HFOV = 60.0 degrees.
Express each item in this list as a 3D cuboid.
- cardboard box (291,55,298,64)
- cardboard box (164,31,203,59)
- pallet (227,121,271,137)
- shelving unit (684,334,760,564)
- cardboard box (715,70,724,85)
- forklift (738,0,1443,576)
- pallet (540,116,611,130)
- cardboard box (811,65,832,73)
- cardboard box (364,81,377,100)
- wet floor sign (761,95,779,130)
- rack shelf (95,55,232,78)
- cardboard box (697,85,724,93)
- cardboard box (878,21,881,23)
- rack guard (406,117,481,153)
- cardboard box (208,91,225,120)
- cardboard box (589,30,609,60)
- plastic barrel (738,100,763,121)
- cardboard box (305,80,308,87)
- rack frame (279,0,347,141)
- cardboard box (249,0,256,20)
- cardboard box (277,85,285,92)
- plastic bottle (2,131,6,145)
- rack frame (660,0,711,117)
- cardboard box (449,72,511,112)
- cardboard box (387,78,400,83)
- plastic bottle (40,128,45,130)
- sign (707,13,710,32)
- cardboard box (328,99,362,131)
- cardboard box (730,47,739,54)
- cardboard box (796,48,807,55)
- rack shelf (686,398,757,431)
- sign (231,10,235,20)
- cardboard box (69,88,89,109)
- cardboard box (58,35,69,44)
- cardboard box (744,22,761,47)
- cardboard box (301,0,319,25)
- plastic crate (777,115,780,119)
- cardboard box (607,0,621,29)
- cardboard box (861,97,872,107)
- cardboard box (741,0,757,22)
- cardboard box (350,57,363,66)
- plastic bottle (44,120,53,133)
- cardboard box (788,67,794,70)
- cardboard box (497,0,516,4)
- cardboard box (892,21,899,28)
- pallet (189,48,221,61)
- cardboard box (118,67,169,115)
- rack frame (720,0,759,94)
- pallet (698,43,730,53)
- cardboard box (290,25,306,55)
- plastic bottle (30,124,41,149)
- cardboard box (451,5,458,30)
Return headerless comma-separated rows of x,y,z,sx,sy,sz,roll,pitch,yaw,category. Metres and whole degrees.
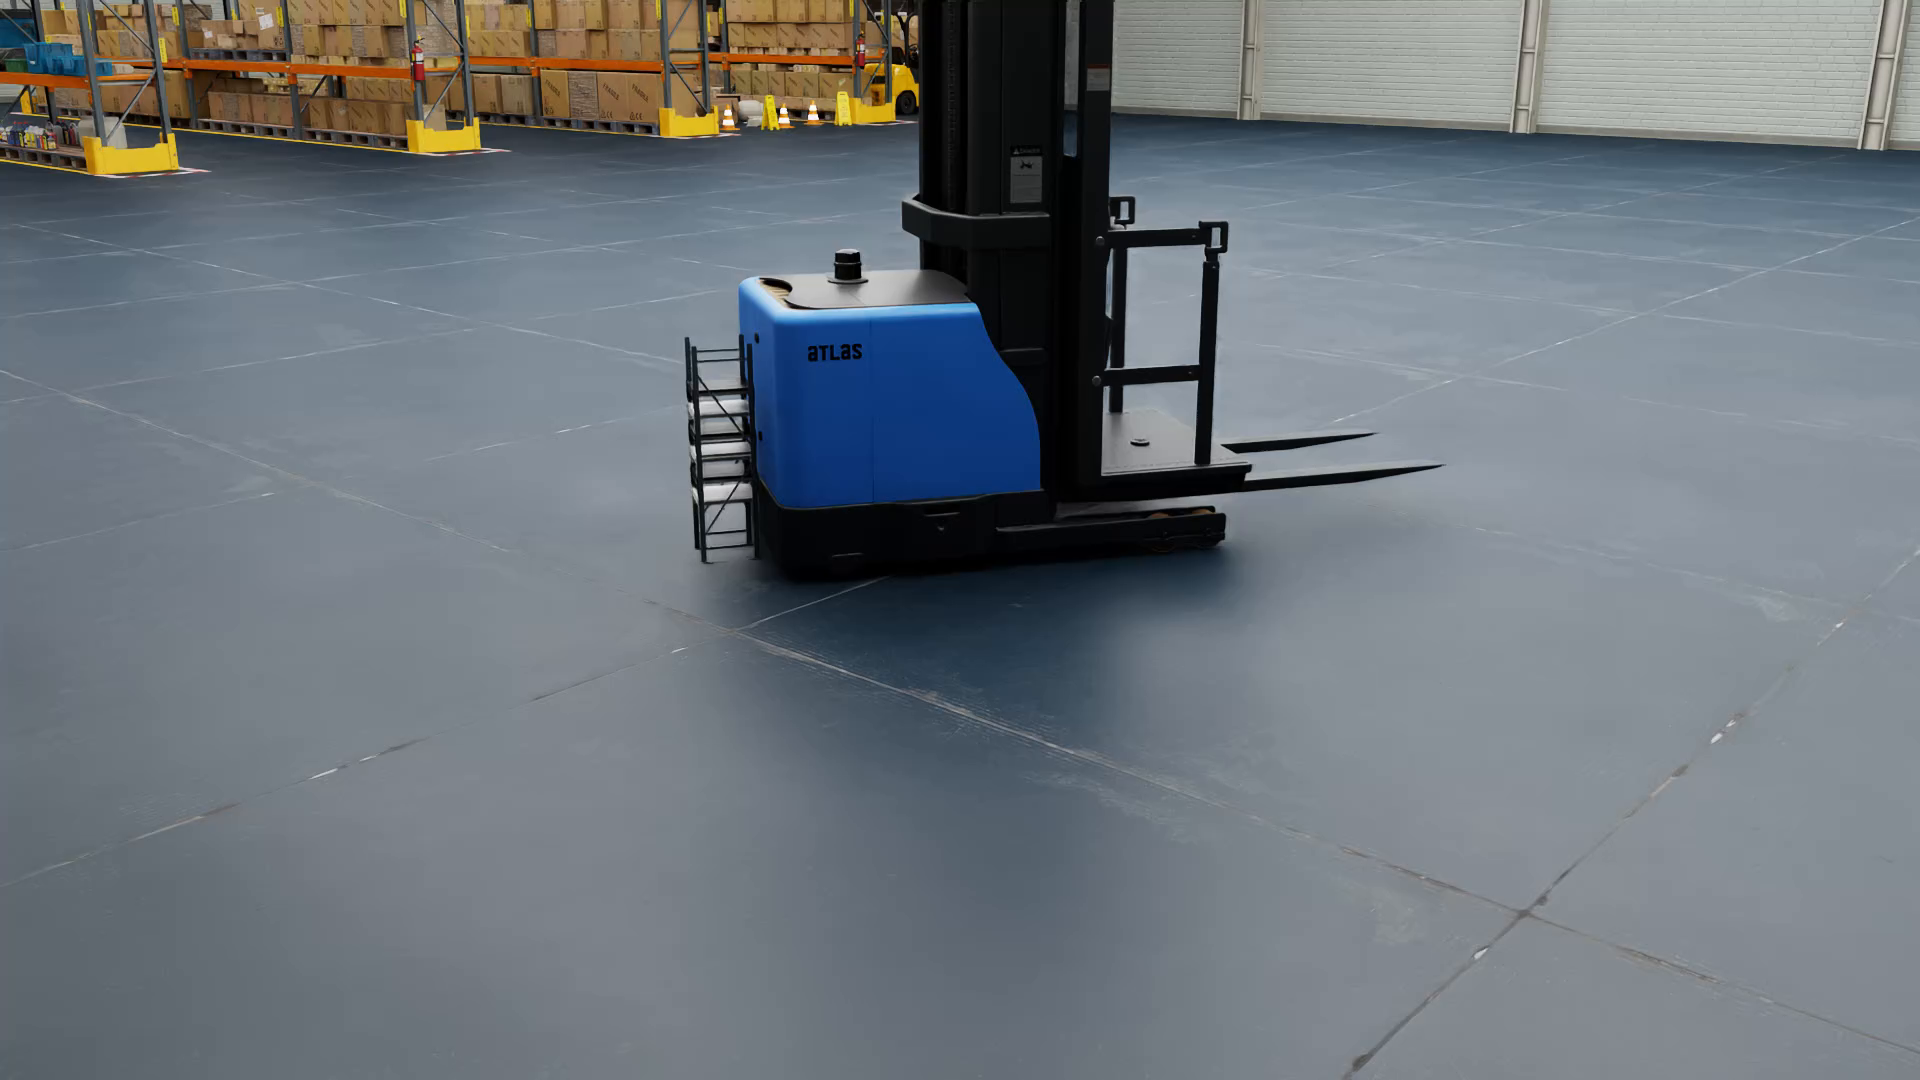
-11.385,-8.356,28.898,0.250,0.149,0.380,15,23,39,cardboard box
-14.871,-9.481,31.861,0.500,0.500,0.500,16,24,41,cardboard box
-12.846,-7.659,30.895,1.213,0.211,1.003,15,23,39,pallet
-0.969,-0.370,6.791,0.258,0.900,0.210,-5,18,-15,shelving unit
-6.088,-12.108,43.744,0.500,0.500,0.500,14,22,37,cardboard box
0.616,-1.490,6.962,3.031,2.935,1.130,-5,18,-15,forklift
-7.461,-8.189,32.567,1.213,0.211,1.003,15,23,39,pallet
-2.868,-9.743,34.391,0.250,0.149,0.380,16,24,41,cardboard box
-12.787,-9.888,36.746,0.500,0.500,0.500,16,23,40,cardboard box
-3.650,-8.206,31.901,0.232,0.644,0.267,11,20,30,wet floor sign
-15.834,-9.449,33.115,4.000,0.370,1.077,15,23,39,rack shelf
-5.702,-10.025,37.392,0.950,0.372,0.625,-17,24,-42,cardboard box
-1.879,-12.328,39.761,0.250,0.149,0.380,16,24,41,cardboard box
-8.411,-6.608,27.106,0.348,0.500,1.175,15,23,39,rack guard
-13.823,-8.278,31.643,0.500,0.500,0.700,14,22,36,cardboard box
-6.479,-9.365,31.414,0.500,0.550,0.875,15,23,39,cardboard box
-4.326,-8.870,34.362,0.512,0.421,0.421,-3,18,-8,plastic barrel
-14.951,-10.593,38.567,0.250,0.149,0.380,16,24,41,cardboard box
-11.346,-8.587,29.210,0.127,3.000,1.000,15,23,39,rack frame
-16.412,-12.514,39.275,0.500,0.500,0.500,16,24,41,cardboard box
-15.941,-10.713,39.438,0.250,0.149,0.380,14,22,37,cardboard box
-14.610,-6.159,25.458,0.097,0.201,0.097,0,18,0,plastic bottle
-4.986,-8.886,30.152,0.127,3.000,1.000,15,23,39,rack frame
-9.918,-9.303,34.490,0.750,0.750,1.050,15,23,40,cardboard box
-12.040,-10.035,35.972,0.500,0.250,0.500,15,23,40,cardboard box
-13.767,-6.037,24.951,0.135,0.276,0.152,15,23,39,plastic bottle
-4.613,-9.460,30.401,0.005,0.325,0.100,15,23,39,sign
-10.640,-7.393,28.886,0.500,0.500,0.500,-10,20,-28,cardboard box
-4.745,-10.574,35.885,0.250,0.149,0.380,15,23,39,cardboard box
-3.201,-10.174,34.626,0.250,0.149,0.380,15,23,39,cardboard box
-0.969,-0.510,6.747,0.258,0.077,0.200,-5,18,-15,rack shelf
-13.985,-10.029,31.971,0.005,0.325,0.100,15,23,39,sign
-18.443,-9.712,35.574,0.875,0.875,0.875,15,23,39,cardboard box
-18.604,-10.499,34.990,0.500,0.250,0.500,16,23,40,cardboard box
-4.233,-10.772,35.437,0.500,0.500,0.500,15,23,39,cardboard box
-10.803,-9.005,28.218,0.500,0.500,0.500,15,23,39,cardboard box
-4.138,-8.937,35.139,0.583,0.080,0.402,7,19,21,plastic crate
-6.039,-9.788,30.961,0.550,0.550,0.875,15,23,39,cardboard box
-2.196,-9.140,34.804,0.500,0.250,0.500,15,23,39,cardboard box
-4.215,-11.250,35.292,0.500,0.500,0.700,15,23,40,cardboard box
-9.896,-7.952,27.625,0.250,0.149,0.380,15,23,39,cardboard box
-14.056,-6.317,25.709,0.185,0.351,0.144,15,23,39,plastic bottle
-4.010,-11.696,42.238,0.625,0.625,0.875,16,24,41,cardboard box
-11.193,-13.259,41.040,0.250,0.149,0.380,14,23,38,cardboard box
-1.412,-12.186,39.314,0.250,0.149,0.380,15,23,38,cardboard box
-13.734,-9.180,31.395,1.003,0.211,1.213,15,23,39,pallet
-16.169,-9.078,33.574,0.875,0.875,1.225,14,22,37,cardboard box
-4.768,-10.829,36.275,0.127,3.000,1.000,15,23,39,rack frame
-5.243,-10.924,36.891,1.213,0.211,1.003,15,23,39,pallet
-11.050,-8.672,28.821,0.500,0.500,0.875,15,23,39,cardboard box
-13.707,-5.997,24.701,0.185,0.351,0.144,16,24,41,plastic bottle
-10.262,-10.823,34.437,0.500,0.500,0.700,15,23,38,cardboard box
